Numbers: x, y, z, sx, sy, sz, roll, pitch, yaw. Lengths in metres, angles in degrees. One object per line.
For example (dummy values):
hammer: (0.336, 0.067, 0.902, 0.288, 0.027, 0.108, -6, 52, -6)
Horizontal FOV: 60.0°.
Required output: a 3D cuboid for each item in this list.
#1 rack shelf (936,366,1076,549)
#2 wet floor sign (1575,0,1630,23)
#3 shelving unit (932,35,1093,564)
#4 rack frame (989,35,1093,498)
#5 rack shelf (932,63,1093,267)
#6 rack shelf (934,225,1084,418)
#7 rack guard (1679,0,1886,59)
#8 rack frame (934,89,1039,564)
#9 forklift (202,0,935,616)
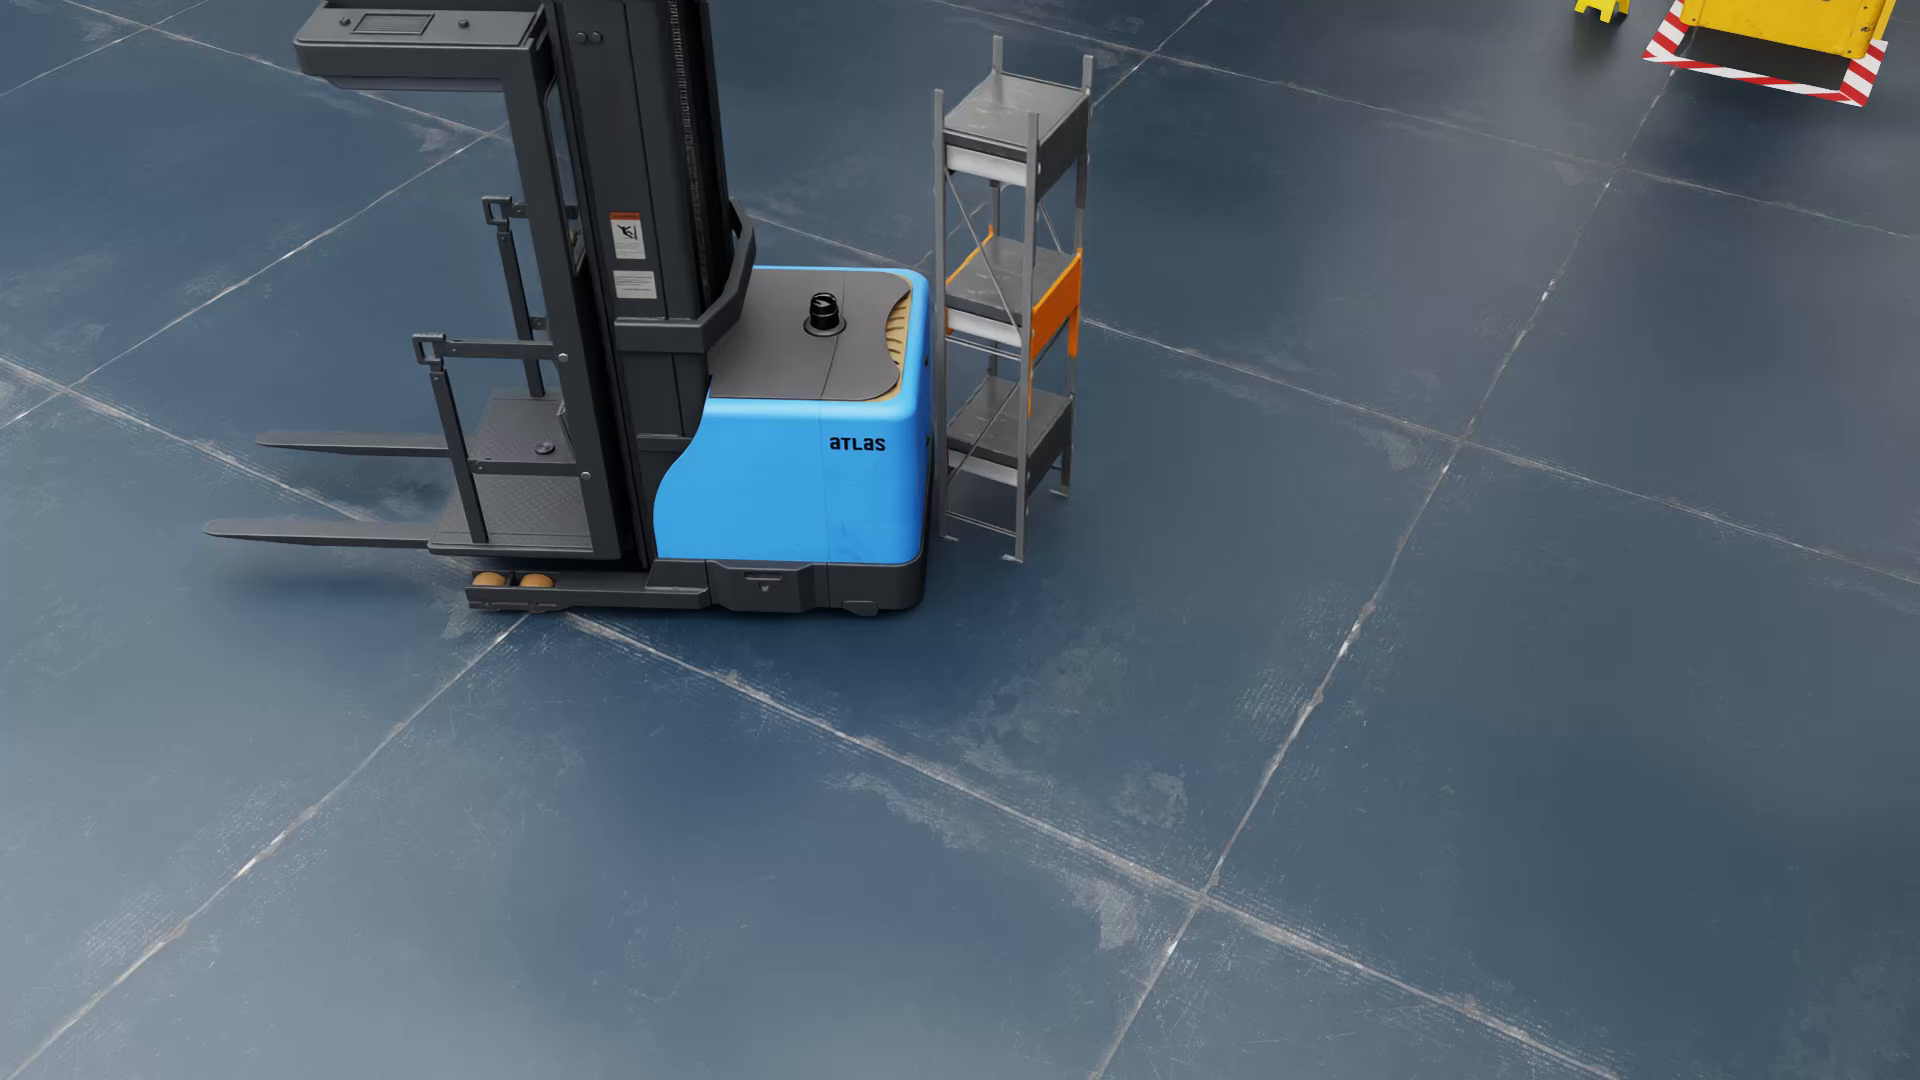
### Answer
rack shelf: (0.198, -0.356, 7.146, 0.431, 0.518, 0.480, 18, 44, 19)
wet floor sign: (4.370, -3.840, 11.122, 0.232, 0.644, 0.267, -29, 49, -29)
shelving unit: (0.198, -0.892, 6.674, 0.431, 2.100, 0.503, 18, 44, 19)
rack frame: (0.306, -1.037, 6.838, 0.400, 2.100, 0.015, 18, 44, 19)
rack shelf: (0.198, -1.407, 6.220, 0.431, 0.518, 0.480, 18, 44, 19)
rack shelf: (0.198, -0.882, 6.683, 0.431, 0.518, 0.480, 18, 44, 19)
rack guard: (5.430, -3.584, 10.941, 1.175, 0.500, 0.348, 21, 45, 22)
rack frame: (0.090, -0.747, 6.510, 0.400, 2.100, 0.015, 18, 44, 19)
forklift: (-1.646, -1.146, 6.333, 3.031, 2.935, 1.130, 2, 41, 2)
